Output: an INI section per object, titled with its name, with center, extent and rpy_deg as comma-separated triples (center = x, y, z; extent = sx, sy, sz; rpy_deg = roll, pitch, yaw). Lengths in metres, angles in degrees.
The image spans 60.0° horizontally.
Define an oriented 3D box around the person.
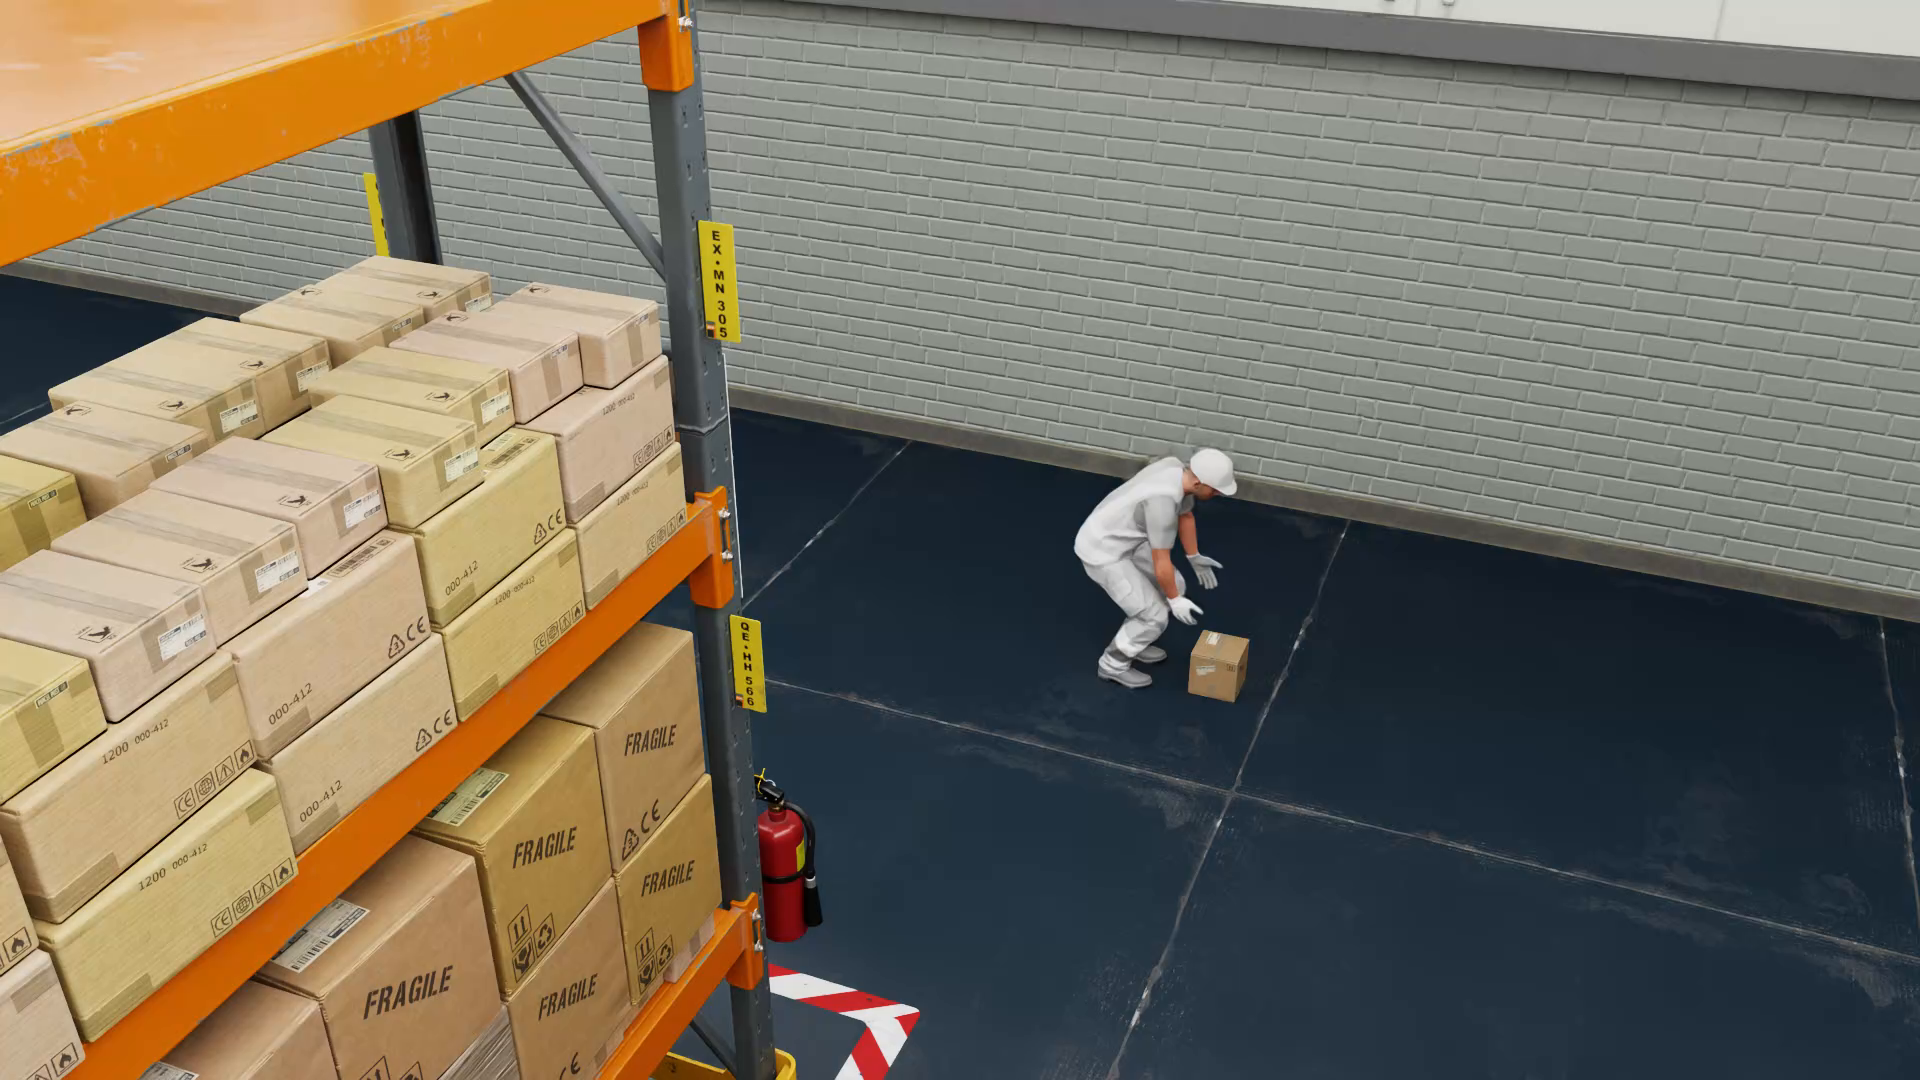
[person]
center = 1.007, 0.095, 8.656
extent = 0.795, 1.351, 0.584
rpy_deg = 11, 31, 19
